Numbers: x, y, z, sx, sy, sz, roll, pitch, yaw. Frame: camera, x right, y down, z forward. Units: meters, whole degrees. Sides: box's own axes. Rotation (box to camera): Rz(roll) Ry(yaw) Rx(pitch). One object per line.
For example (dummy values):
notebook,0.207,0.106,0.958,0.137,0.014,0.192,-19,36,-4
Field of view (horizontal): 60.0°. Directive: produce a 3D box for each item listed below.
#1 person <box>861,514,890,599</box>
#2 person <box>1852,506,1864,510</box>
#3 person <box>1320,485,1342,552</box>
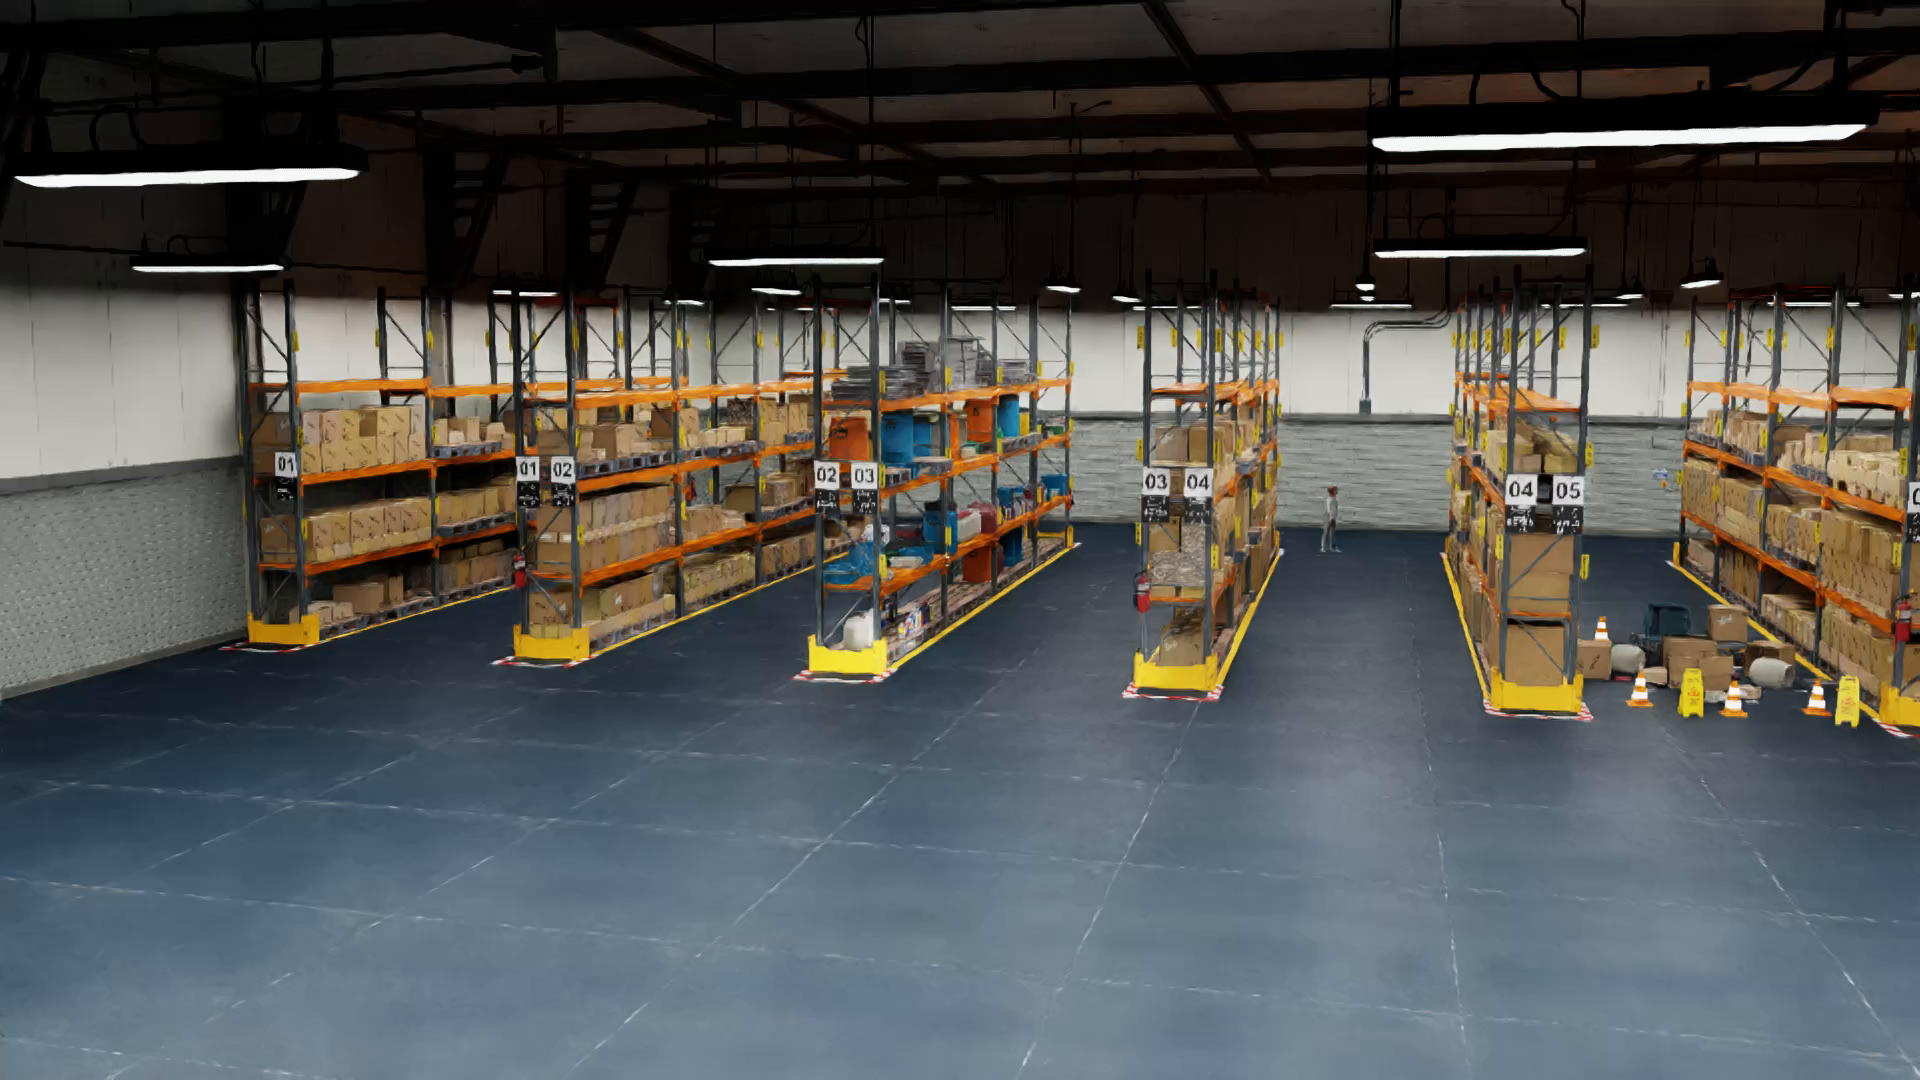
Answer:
person,-1.591,0.291,32.277,0.682,1.714,0.543,1,7,12
person,17.626,0.184,32.801,0.574,1.764,0.669,6,9,41
person,8.781,-0.515,39.415,0.436,1.597,0.527,5,9,37
